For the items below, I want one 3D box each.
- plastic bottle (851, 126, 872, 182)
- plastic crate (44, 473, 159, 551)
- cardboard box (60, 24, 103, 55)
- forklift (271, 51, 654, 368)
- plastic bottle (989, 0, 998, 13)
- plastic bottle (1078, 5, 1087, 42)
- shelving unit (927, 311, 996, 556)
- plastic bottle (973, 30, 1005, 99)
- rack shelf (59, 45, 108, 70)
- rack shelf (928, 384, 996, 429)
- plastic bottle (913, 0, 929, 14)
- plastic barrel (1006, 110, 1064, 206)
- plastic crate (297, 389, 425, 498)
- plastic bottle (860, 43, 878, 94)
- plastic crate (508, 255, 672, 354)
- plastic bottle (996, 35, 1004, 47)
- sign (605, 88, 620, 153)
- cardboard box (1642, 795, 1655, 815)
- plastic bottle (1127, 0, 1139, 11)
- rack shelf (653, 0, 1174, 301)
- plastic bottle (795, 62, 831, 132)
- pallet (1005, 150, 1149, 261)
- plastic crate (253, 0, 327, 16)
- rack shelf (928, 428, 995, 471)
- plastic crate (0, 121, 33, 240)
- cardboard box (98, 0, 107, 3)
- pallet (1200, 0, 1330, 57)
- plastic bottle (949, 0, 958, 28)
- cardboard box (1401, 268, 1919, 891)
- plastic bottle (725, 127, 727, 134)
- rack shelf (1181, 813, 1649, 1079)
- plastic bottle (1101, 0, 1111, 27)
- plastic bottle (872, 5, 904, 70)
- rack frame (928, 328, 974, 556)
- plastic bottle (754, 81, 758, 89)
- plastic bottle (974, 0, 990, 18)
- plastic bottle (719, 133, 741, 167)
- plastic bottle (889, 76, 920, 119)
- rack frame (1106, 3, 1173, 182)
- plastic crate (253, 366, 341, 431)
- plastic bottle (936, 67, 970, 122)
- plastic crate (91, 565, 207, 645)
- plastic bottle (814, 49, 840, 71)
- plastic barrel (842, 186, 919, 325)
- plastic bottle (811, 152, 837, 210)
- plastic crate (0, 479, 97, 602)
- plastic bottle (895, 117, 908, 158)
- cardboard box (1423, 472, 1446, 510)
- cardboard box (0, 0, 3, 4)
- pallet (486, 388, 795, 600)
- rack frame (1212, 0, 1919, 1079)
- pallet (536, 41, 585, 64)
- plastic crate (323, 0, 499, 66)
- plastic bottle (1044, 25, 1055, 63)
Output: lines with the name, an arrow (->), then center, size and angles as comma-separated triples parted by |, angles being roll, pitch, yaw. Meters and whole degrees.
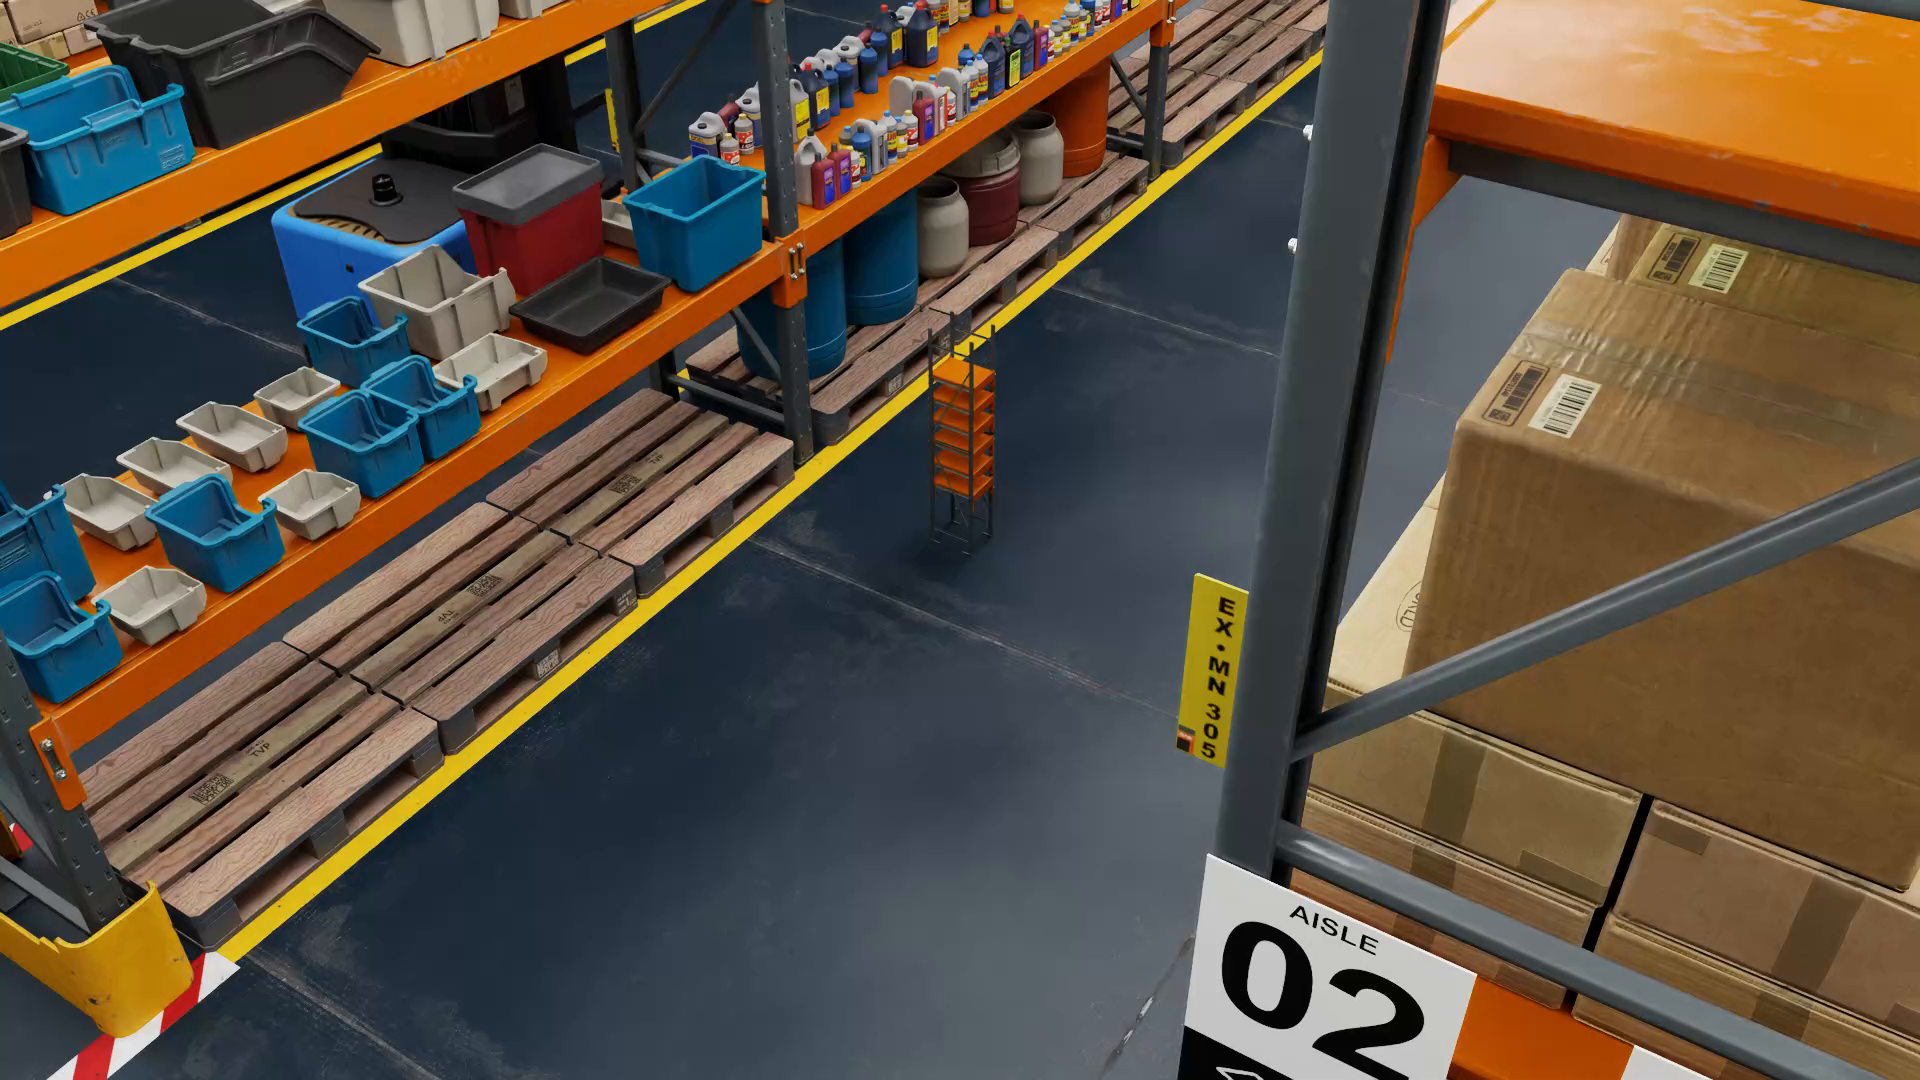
plastic bottle -> -0.495, -1.947, 8.364 | 0.097, 0.271, 0.097 | 0, 38, 0
plastic crate -> -3.081, -0.101, 6.030 | 0.396, 0.136, 0.243 | 21, 42, 25
cardboard box -> -5.291, -3.020, 9.856 | 0.380, 0.149, 0.250 | 21, 43, 25
forklift -> -2.477, -2.667, 9.249 | 1.130, 2.935, 3.031 | 18, 41, 22
plastic bottle -> 0.168, -3.421, 10.272 | 0.152, 0.276, 0.135 | 21, 42, 25
plastic bottle -> 0.707, -3.076, 9.886 | 0.097, 0.201, 0.097 | 0, 38, 0
shelving unit -> 0.008, -0.483, 7.833 | 0.258, 1.200, 0.189 | 21, 42, 25
plastic bottle -> 0.161, -2.637, 9.194 | 0.144, 0.351, 0.185 | 21, 42, 25
rack shelf -> -6.476, -2.068, 9.005 | 1.077, 0.370, 4.000 | 21, 42, 25
rack shelf -> 0.008, -0.638, 7.713 | 0.258, 0.103, 0.180 | 21, 42, 25
plastic bottle -> -0.242, -3.082, 9.826 | 0.061, 0.283, 0.133 | 21, 42, 25
plastic barrel -> 0.446, -2.429, 10.577 | 0.421, 0.512, 0.421 | 0, 38, 0
plastic crate -> -2.250, -0.358, 6.285 | 0.416, 0.233, 0.300 | 21, 42, 25
plastic bottle -> -0.506, -2.628, 9.247 | 0.097, 0.271, 0.097 | 0, 38, 0
plastic crate -> -1.595, -1.014, 7.224 | 0.437, 0.125, 0.590 | 21, 42, 25
plastic bottle -> 0.230, -2.699, 9.329 | 0.061, 0.283, 0.133 | 21, 42, 25
sign -> -1.686, -2.055, 8.171 | 0.100, 0.325, 0.005 | 21, 42, 25
cardboard box -> 1.145, 0.186, 3.157 | 0.500, 0.250, 0.500 | 21, 42, 25
plastic bottle -> 1.064, -3.432, 10.280 | 0.061, 0.283, 0.133 | 21, 42, 25
rack shelf -> -0.151, -2.510, 9.578 | 1.077, 0.370, 4.000 | 21, 42, 25
plastic bottle -> -0.785, -2.374, 8.852 | 0.144, 0.351, 0.185 | 21, 42, 25
pallet -> 0.534, -2.302, 11.002 | 1.003, 0.211, 1.213 | 21, 42, 25
plastic crate -> -2.468, -1.932, 5.998 | 0.437, 0.136, 0.530 | 21, 42, 25
rack shelf -> 0.008, -0.447, 7.860 | 0.258, 0.103, 0.180 | 21, 42, 25
plastic crate -> -2.924, -0.946, 4.609 | 0.497, 0.269, 0.590 | 21, 42, 25
cardboard box -> -5.384, -3.754, 10.521 | 0.500, 0.500, 0.500 | 21, 42, 25
pallet -> 2.676, -4.366, 13.681 | 1.003, 0.211, 1.213 | 21, 42, 25
plastic bottle -> -0.066, -3.251, 10.045 | 0.061, 0.283, 0.133 | 21, 42, 25
cardboard box -> 1.077, 0.026, 2.341 | 0.700, 0.500, 0.500 | 21, 42, 25
plastic bottle -> -1.245, -2.063, 8.572 | 0.097, 0.201, 0.097 | 0, 38, 0
rack shelf -> 1.887, -0.014, 3.883 | 1.077, 0.370, 4.000 | 21, 42, 25
plastic bottle -> 0.863, -3.227, 10.081 | 0.097, 0.201, 0.097 | 0, 38, 0
plastic bottle -> -0.416, -2.893, 9.526 | 0.144, 0.351, 0.185 | 21, 42, 25
rack frame -> -0.041, -0.435, 7.772 | 0.240, 1.200, 0.006 | 21, 42, 25
plastic bottle -> -1.006, -2.325, 8.790 | 0.144, 0.351, 0.185 | 21, 42, 25
plastic bottle -> 0.134, -3.349, 10.182 | 0.097, 0.271, 0.097 | 0, 38, 0
plastic bottle -> -1.169, -1.963, 8.442 | 0.097, 0.201, 0.097 | 0, 38, 0
plastic bottle -> -0.285, -2.356, 8.890 | 0.152, 0.276, 0.135 | 21, 42, 25
rack frame -> 0.921, -3.826, 10.696 | 1.000, 3.000, 0.127 | 21, 42, 25
plastic crate -> -2.642, -0.556, 6.621 | 0.298, 0.136, 0.250 | 21, 42, 25
plastic bottle -> -0.032, -2.426, 8.981 | 0.152, 0.276, 0.135 | 21, 42, 25
plastic crate -> -2.713, 0.221, 5.613 | 0.250, 0.136, 0.298 | 21, 42, 25
plastic bottle -> -0.746, -2.542, 9.131 | 0.152, 0.276, 0.135 | 21, 42, 25
plastic barrel -> -0.537, -1.739, 9.364 | 0.600, 0.901, 0.708 | 21, 42, 25
plastic bottle -> -0.666, -1.767, 8.121 | 0.061, 0.283, 0.133 | 21, 42, 25
plastic crate -> -3.344, 0.027, 5.620 | 0.616, 0.435, 0.499 | 21, 42, 25
plastic bottle -> -0.319, -2.089, 8.605 | 0.097, 0.201, 0.097 | 0, 38, 0
cardboard box -> 1.143, -0.013, 3.005 | 0.500, 0.250, 0.500 | 21, 42, 25
cardboard box -> -5.697, -3.158, 9.094 | 0.500, 0.500, 0.500 | 22, 43, 26
pallet -> -1.583, -0.268, 8.364 | 1.003, 0.211, 1.213 | 21, 42, 25
rack frame -> 0.815, -0.456, 1.410 | 1.000, 3.000, 0.127 | 21, 42, 25
pallet -> -3.747, -3.960, 13.154 | 1.003, 0.211, 1.213 | 21, 42, 25
plastic crate -> -1.917, -1.885, 5.818 | 0.437, 0.282, 0.530 | 21, 42, 25
plastic bottle -> 0.498, -2.876, 9.626 | 0.097, 0.201, 0.097 | 0, 38, 0
